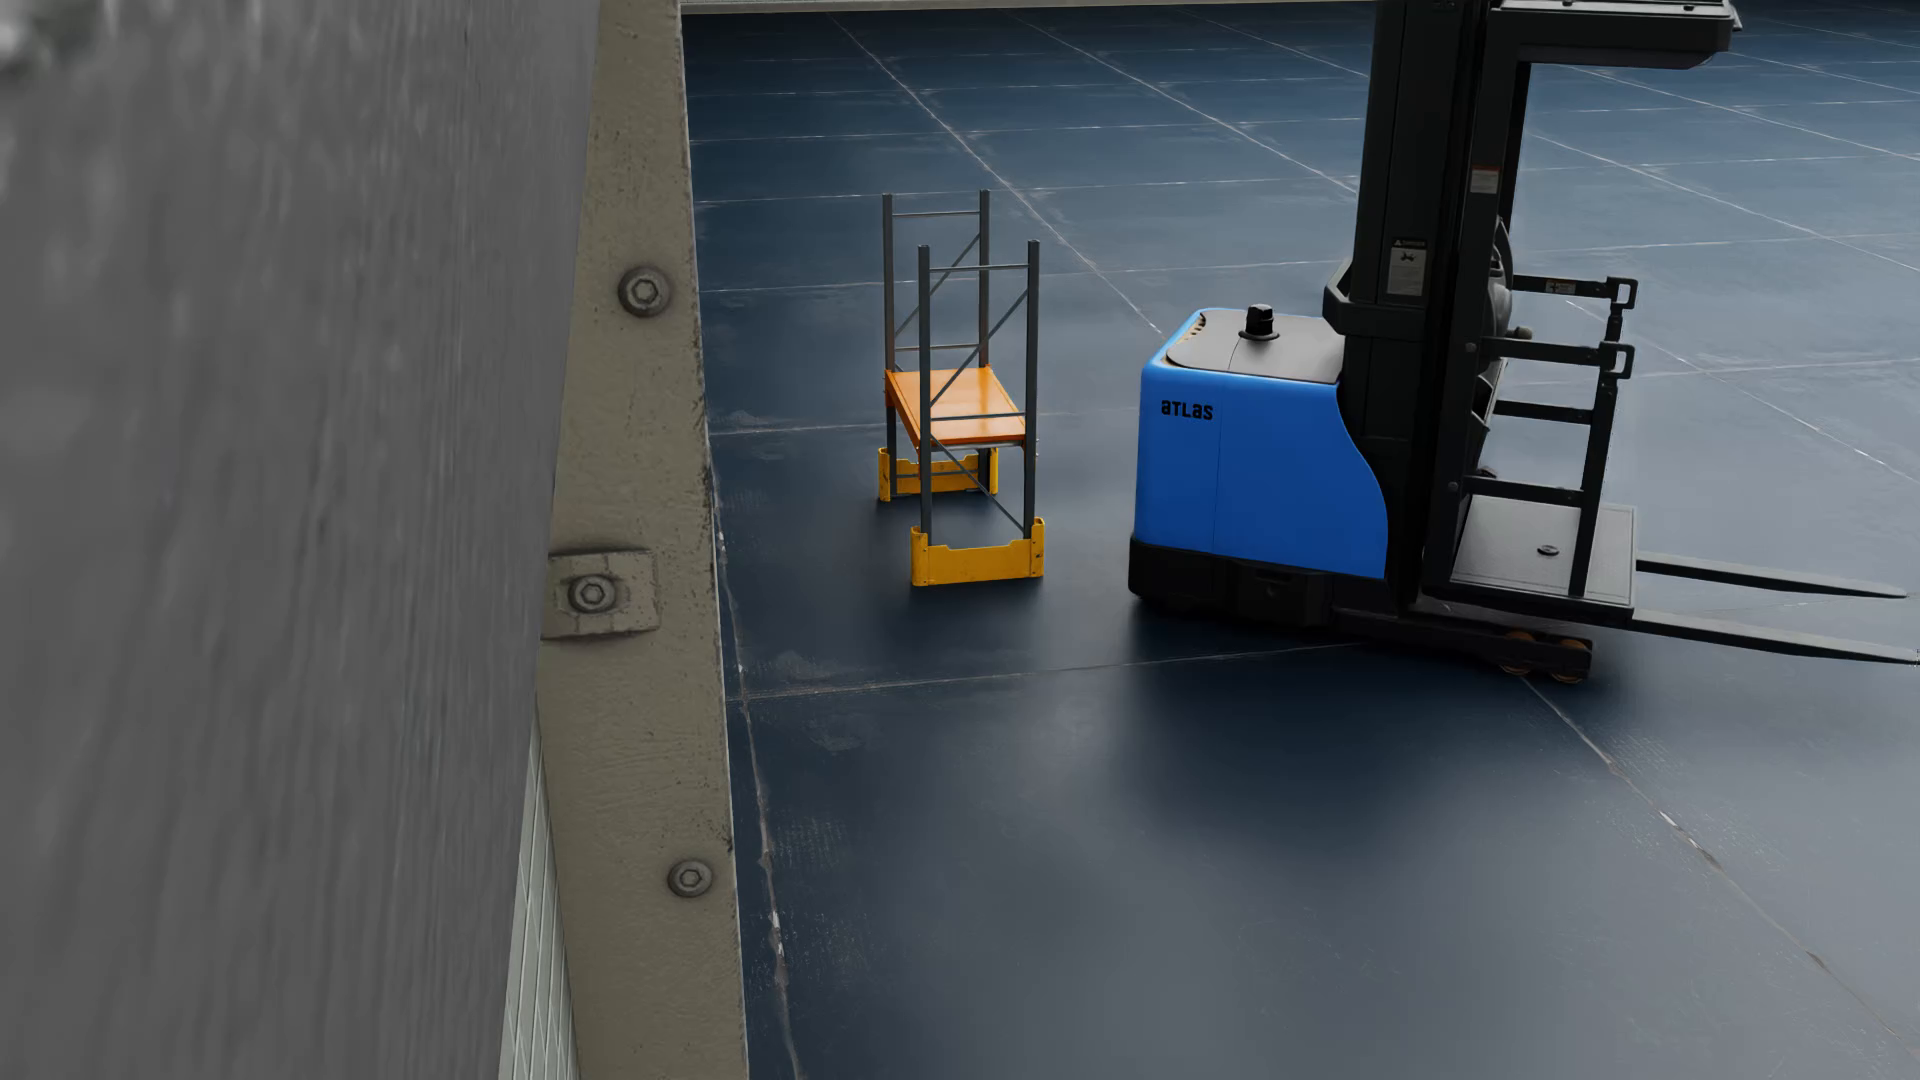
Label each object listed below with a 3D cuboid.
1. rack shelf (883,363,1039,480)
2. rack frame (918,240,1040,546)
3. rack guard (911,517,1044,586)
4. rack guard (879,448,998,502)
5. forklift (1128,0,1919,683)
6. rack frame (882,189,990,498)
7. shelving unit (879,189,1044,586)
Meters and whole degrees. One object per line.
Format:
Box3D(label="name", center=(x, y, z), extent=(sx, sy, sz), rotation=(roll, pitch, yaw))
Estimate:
Box3D(label="rack shelf", center=(-0.016, -0.556, 7.599), extent=(0.538, 0.185, 1.000), rotation=(-4, 24, -10))
Box3D(label="rack frame", center=(0.078, -0.521, 7.069), extent=(0.500, 1.500, 0.032), rotation=(-4, 24, -10))
Box3D(label="rack guard", center=(0.078, 0.051, 7.320), extent=(0.587, 0.250, 0.087), rotation=(-4, 24, -10))
Box3D(label="rack guard", center=(-0.106, -0.340, 8.217), extent=(0.587, 0.250, 0.087), rotation=(-4, 24, -10))
Box3D(label="forklift", center=(2.290, -1.027, 6.438), extent=(3.031, 2.935, 1.130), rotation=(9, 25, 19))
Box3D(label="rack frame", center=(-0.110, -0.921, 7.984), extent=(0.500, 1.500, 0.032), rotation=(-4, 24, -10))
Box3D(label="shelving unit", center=(-0.014, -0.717, 7.518), extent=(0.587, 1.500, 1.083), rotation=(-4, 24, -10))
